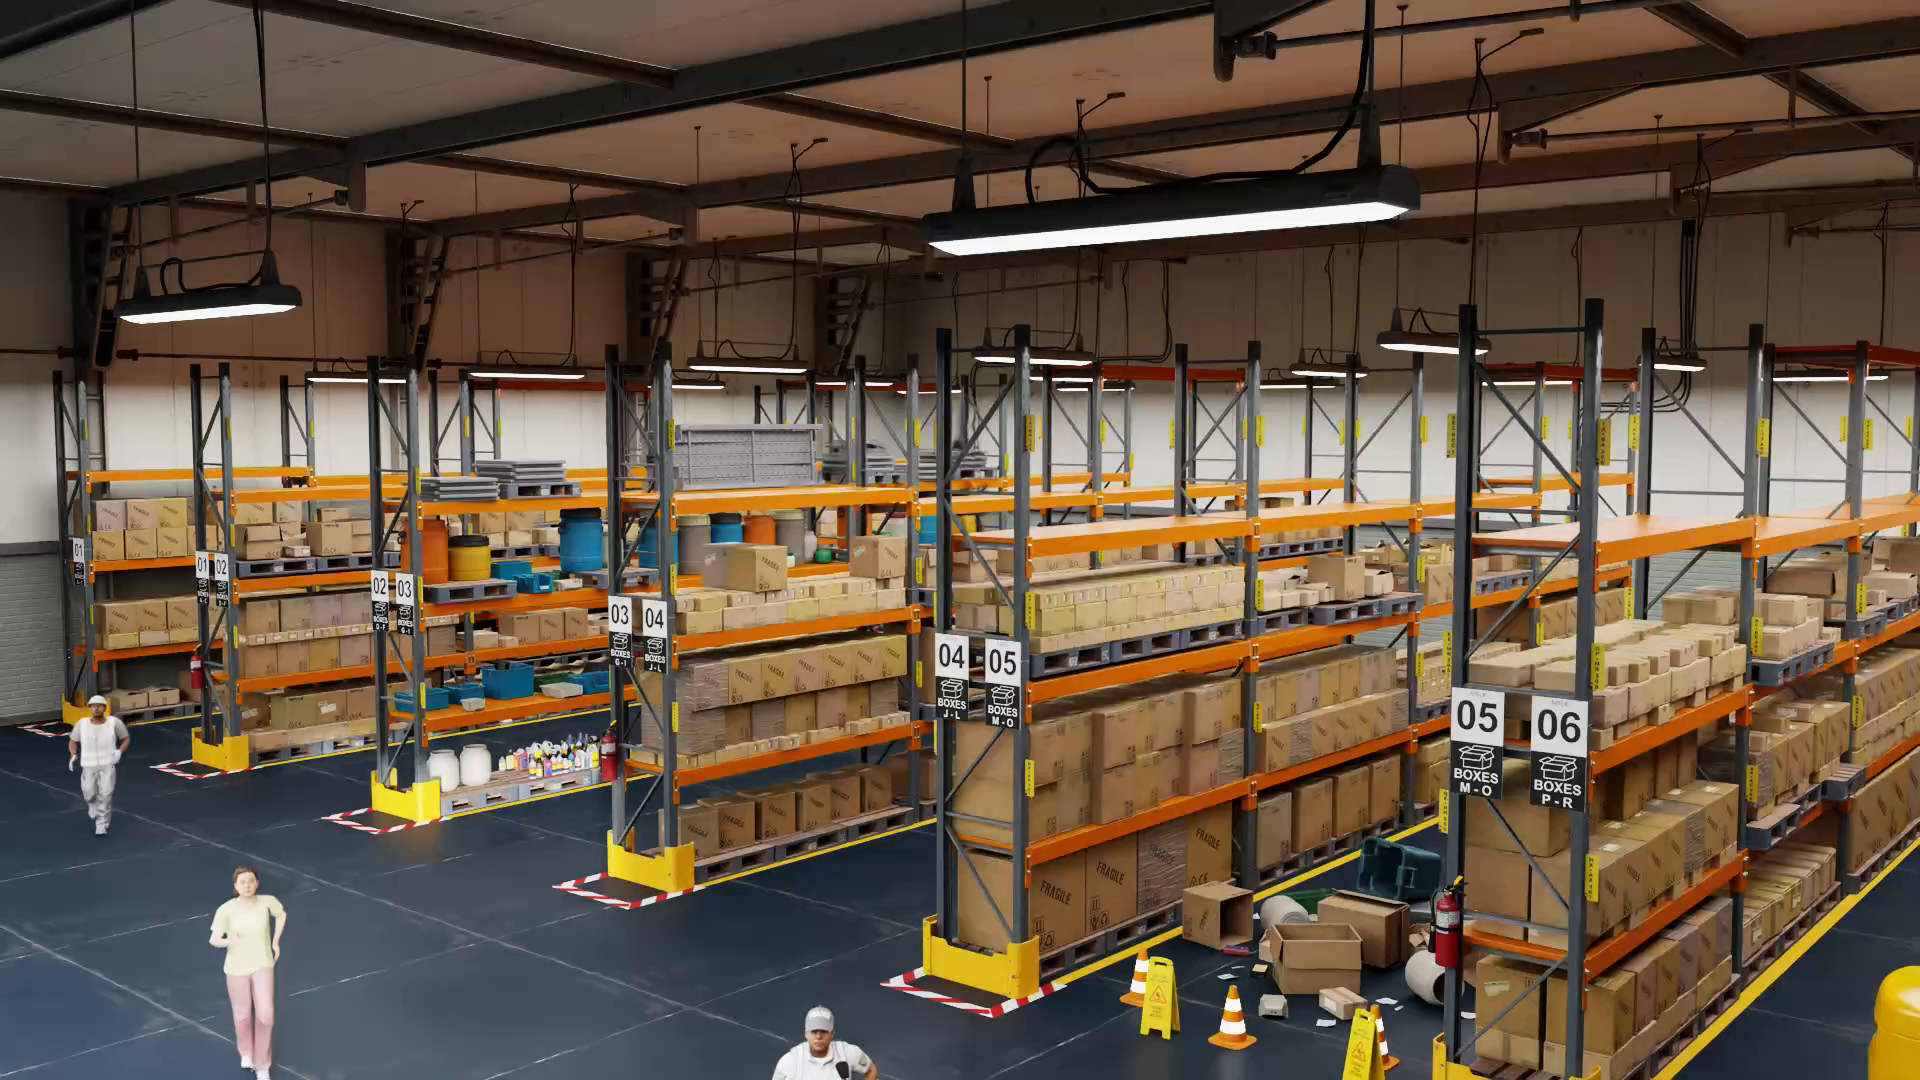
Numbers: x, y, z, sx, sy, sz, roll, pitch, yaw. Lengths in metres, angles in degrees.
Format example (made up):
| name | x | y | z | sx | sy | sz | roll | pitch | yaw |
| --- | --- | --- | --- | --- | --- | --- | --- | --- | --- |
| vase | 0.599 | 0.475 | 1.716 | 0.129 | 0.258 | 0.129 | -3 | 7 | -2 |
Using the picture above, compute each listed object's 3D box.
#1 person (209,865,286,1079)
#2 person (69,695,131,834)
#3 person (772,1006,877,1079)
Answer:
| name | x | y | z | sx | sy | sz | roll | pitch | yaw |
| --- | --- | --- | --- | --- | --- | --- | --- | --- | --- |
| person | -5.550 | 3.400 | 12.997 | 0.560 | 1.704 | 0.689 | -2 | 5 | -24 |
| person | -10.764 | 2.808 | 20.820 | 0.699 | 1.737 | 0.592 | -2 | 4 | -22 |
| person | -0.824 | 3.624 | 9.938 | 0.646 | 1.707 | 0.683 | 0 | 4 | -2 |
